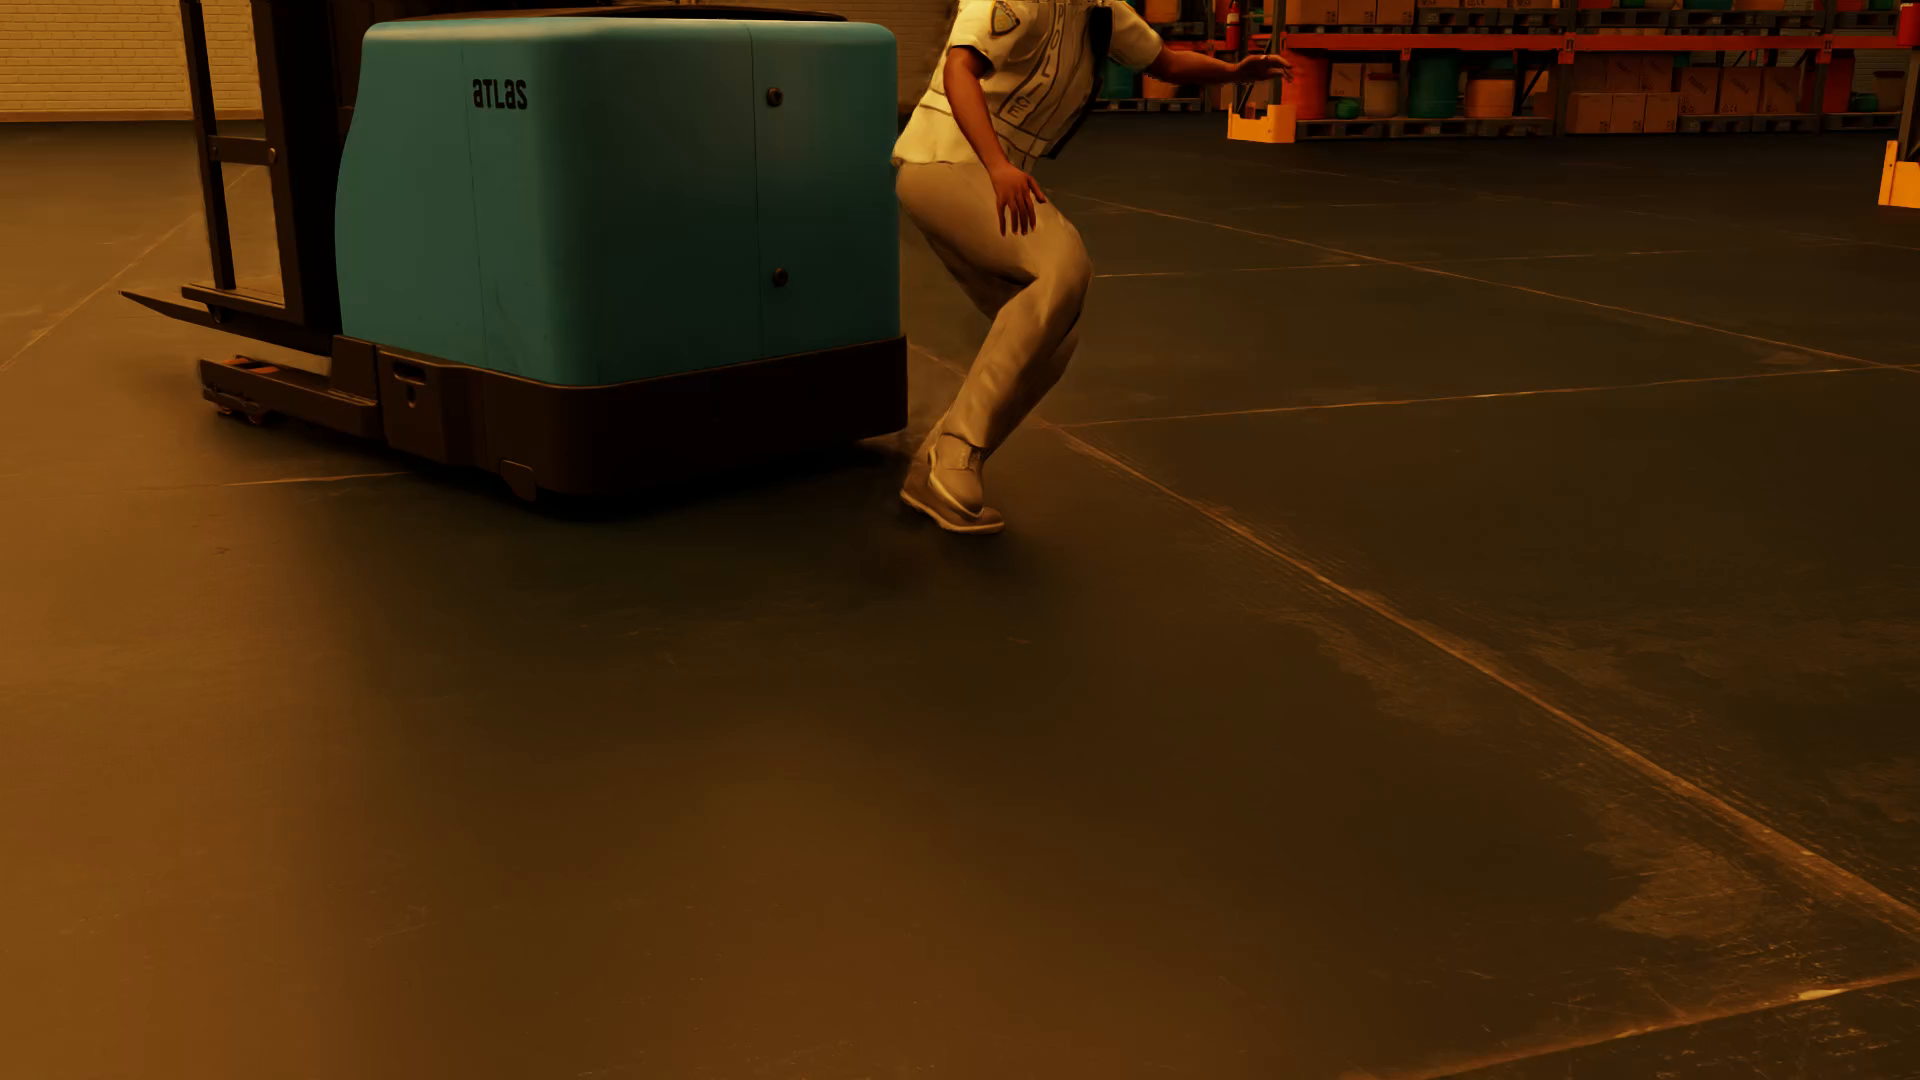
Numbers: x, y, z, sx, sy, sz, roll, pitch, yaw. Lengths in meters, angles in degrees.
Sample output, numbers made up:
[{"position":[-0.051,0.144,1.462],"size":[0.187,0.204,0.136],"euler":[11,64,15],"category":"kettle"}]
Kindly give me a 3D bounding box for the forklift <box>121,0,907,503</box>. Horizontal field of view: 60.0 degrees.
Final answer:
[{"position":[-1.550,-1.822,4.577],"size":[3.031,2.935,1.130],"euler":[15,22,42],"category":"forklift"}]

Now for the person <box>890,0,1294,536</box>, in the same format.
[{"position":[0.233,-0.739,3.603],"size":[0.886,1.425,0.983],"euler":[5,17,17],"category":"person"}]
